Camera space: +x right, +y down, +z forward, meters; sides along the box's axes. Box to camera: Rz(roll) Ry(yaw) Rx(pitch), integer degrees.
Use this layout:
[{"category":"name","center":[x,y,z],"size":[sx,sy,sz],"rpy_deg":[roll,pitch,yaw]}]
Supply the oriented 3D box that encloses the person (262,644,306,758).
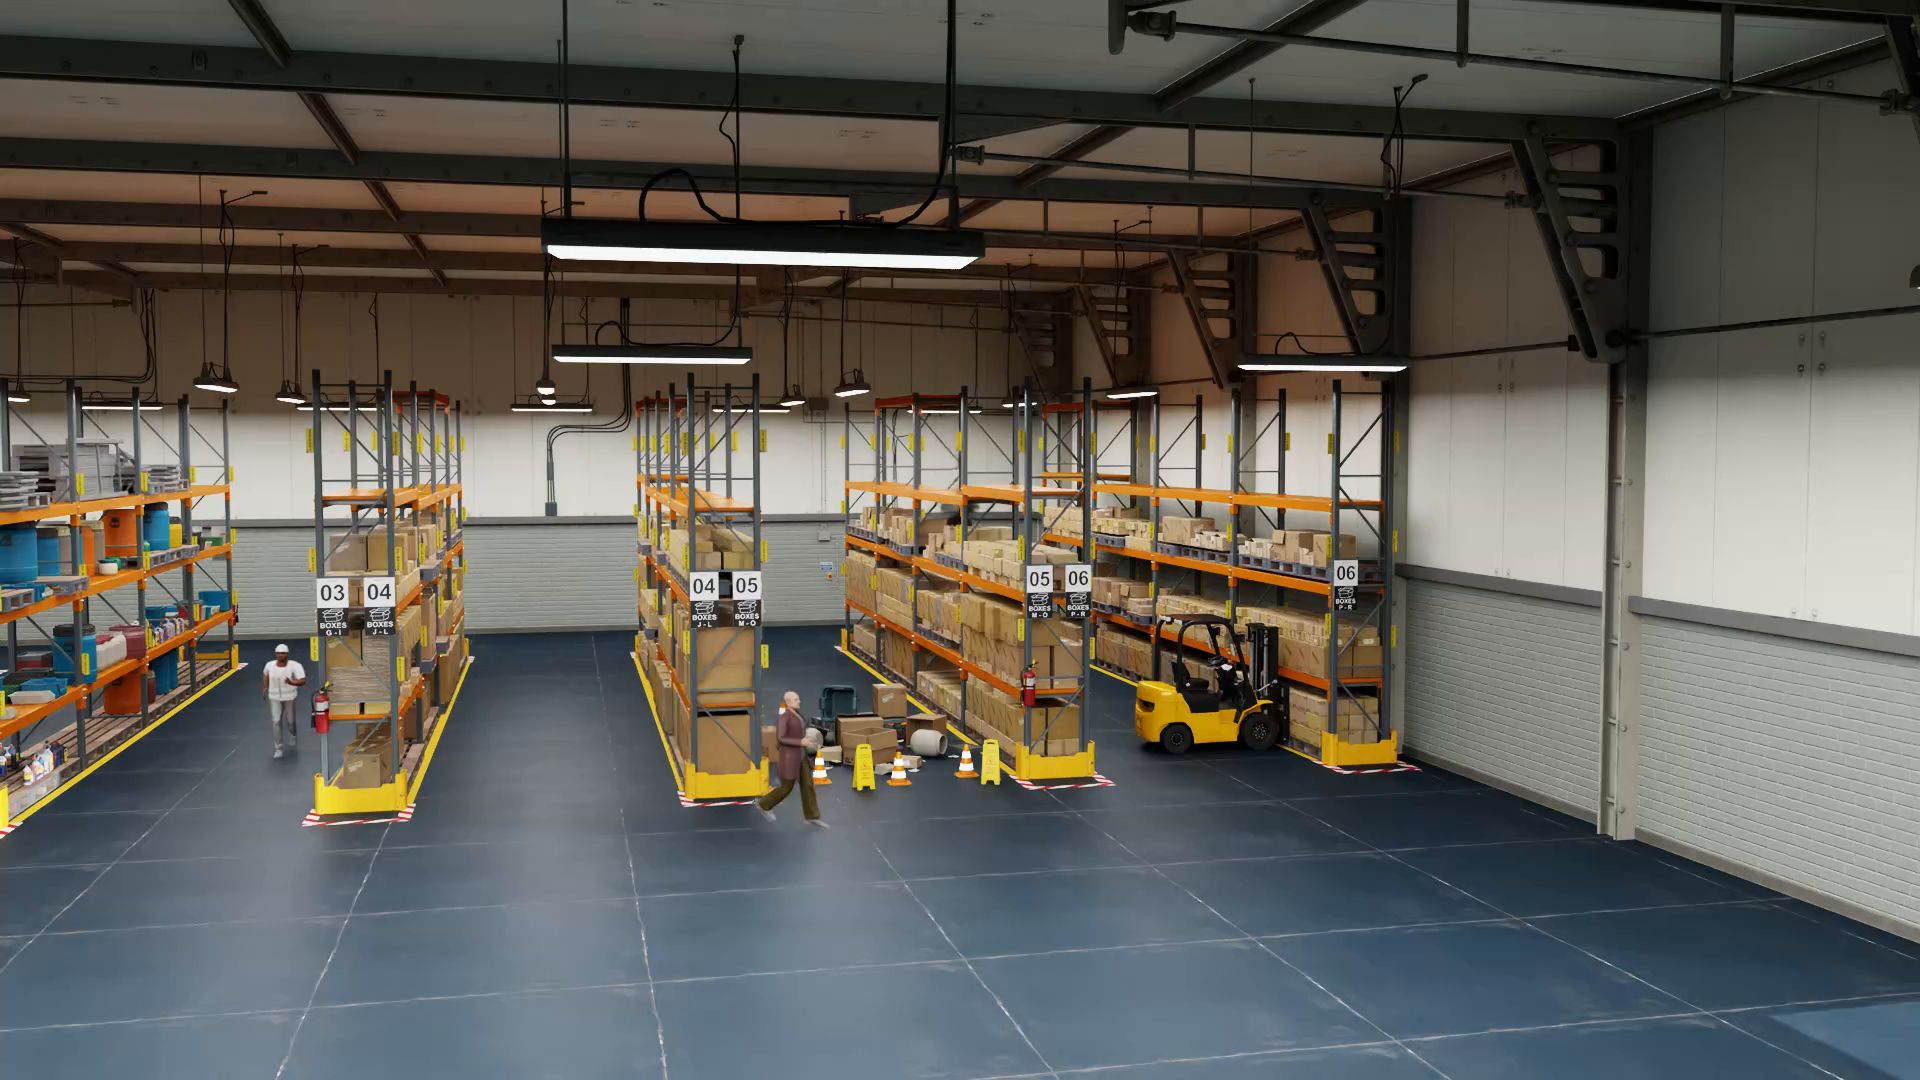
[{"category":"person","center":[-10.856,2.543,26.709],"size":[0.696,1.759,0.979],"rpy_deg":[-1,3,-12]}]

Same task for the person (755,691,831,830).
[{"category":"person","center":[-2.187,2.850,21.556],"size":[1.036,1.791,0.723],"rpy_deg":[1,4,22]}]
